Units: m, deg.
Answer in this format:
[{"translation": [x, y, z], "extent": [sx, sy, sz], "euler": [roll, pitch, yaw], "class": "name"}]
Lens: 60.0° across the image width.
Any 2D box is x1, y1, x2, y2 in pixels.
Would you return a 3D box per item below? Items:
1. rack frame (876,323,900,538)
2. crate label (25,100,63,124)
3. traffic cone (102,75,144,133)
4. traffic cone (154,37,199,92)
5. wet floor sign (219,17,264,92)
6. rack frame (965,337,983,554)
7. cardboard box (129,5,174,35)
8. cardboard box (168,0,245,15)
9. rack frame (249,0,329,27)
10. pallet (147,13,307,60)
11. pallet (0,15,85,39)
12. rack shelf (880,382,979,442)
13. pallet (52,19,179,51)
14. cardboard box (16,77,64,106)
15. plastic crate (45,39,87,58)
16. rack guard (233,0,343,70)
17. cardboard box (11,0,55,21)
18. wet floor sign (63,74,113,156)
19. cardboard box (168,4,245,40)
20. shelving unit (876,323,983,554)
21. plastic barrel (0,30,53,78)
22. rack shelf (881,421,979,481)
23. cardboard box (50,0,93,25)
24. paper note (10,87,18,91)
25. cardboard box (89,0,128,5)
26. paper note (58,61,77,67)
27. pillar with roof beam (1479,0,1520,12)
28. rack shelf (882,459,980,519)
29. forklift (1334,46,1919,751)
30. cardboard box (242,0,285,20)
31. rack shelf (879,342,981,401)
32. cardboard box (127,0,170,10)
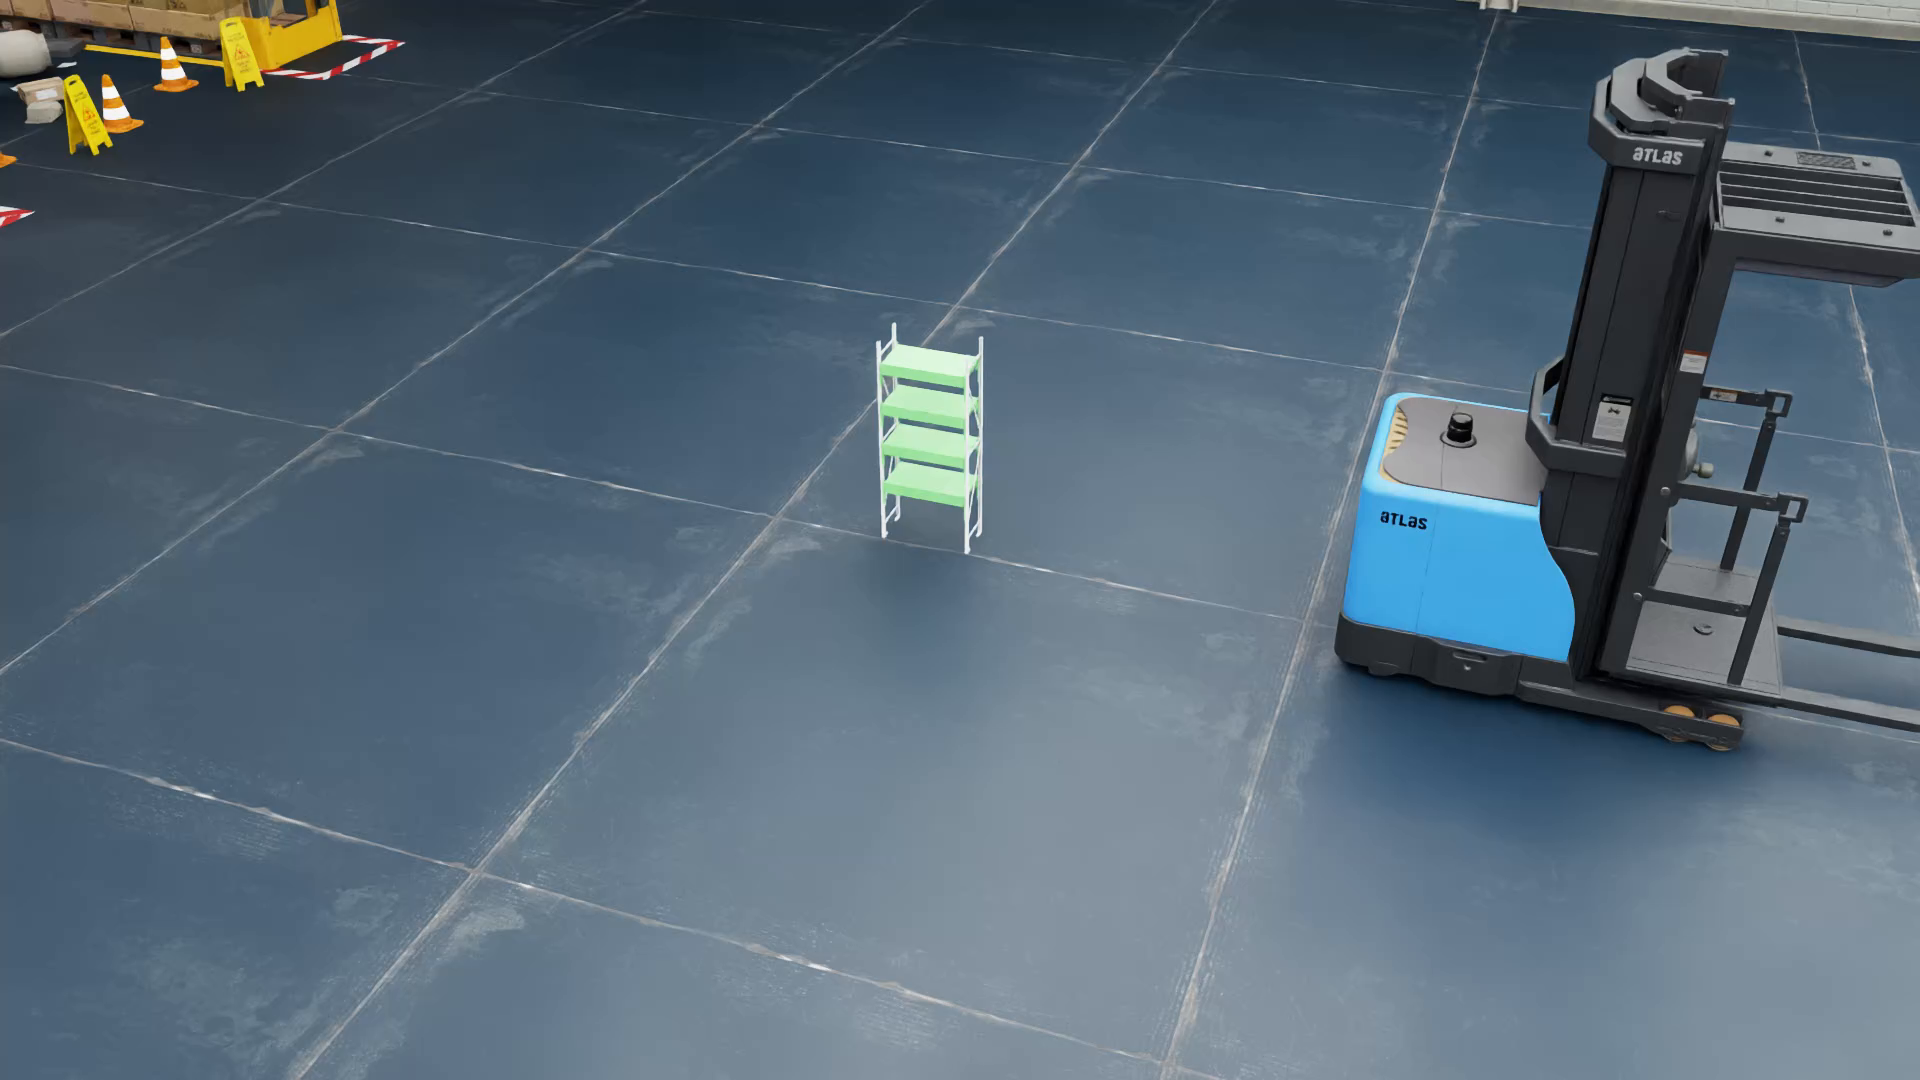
[{"translation": [-0.386, -0.579, 9.009], "extent": [0.015, 1.200, 0.240], "euler": [11, 34, 16], "class": "rack frame"}, {"translation": [-8.337, -3.901, 15.133], "extent": [0.298, 0.136, 0.250], "euler": [-6, 33, -9], "class": "crate label"}, {"translation": [-7.576, -3.925, 14.871], "extent": [0.334, 0.463, 0.336], "euler": [11, 34, 16], "class": "traffic cone"}, {"translation": [-7.522, -4.554, 15.845], "extent": [0.334, 0.463, 0.336], "euler": [11, 34, 16], "class": "traffic cone"}, {"translation": [-6.864, -4.630, 15.794], "extent": [0.232, 0.644, 0.267], "euler": [24, 40, 32], "class": "wet floor sign"}, {"translation": [0.074, -0.490, 8.870], "extent": [0.015, 1.200, 0.240], "euler": [11, 34, 16], "class": "rack frame"}, {"translation": [-8.019, -5.331, 16.857], "extent": [0.500, 0.250, 0.500], "euler": [11, 34, 17], "class": "cardboard box"}, {"translation": [-7.524, -5.550, 16.505], "extent": [0.500, 0.500, 0.500], "euler": [11, 35, 17], "class": "cardboard box"}, {"translation": [-6.682, -6.200, 16.055], "extent": [0.127, 3.000, 1.000], "euler": [11, 34, 16], "class": "rack frame"}, {"translation": [-7.506, -5.209, 17.092], "extent": [1.213, 0.211, 1.003], "euler": [11, 34, 16], "class": "pallet"}, {"translation": [-9.803, -5.656, 17.783], "extent": [1.213, 0.211, 1.003], "euler": [11, 34, 16], "class": "pallet"}, {"translation": [-0.156, -0.682, 8.844], "extent": [0.480, 0.148, 0.258], "euler": [11, 34, 16], "class": "rack shelf"}, {"translation": [-8.651, -5.433, 17.439], "extent": [1.213, 0.211, 1.003], "euler": [11, 34, 16], "class": "pallet"}, {"translation": [-8.597, -4.211, 15.602], "extent": [0.380, 0.149, 0.250], "euler": [-25, 40, -33], "class": "cardboard box"}, {"translation": [-9.246, -4.999, 16.888], "extent": [0.583, 0.080, 0.402], "euler": [0, 33, 0], "class": "plastic crate"}, {"translation": [-6.754, -5.164, 16.755], "extent": [0.348, 0.500, 1.175], "euler": [11, 34, 16], "class": "rack guard"}, {"translation": [-9.477, -5.616, 17.298], "extent": [0.500, 0.250, 0.500], "euler": [13, 35, 19], "class": "cardboard box"}, {"translation": [-7.562, -3.671, 14.308], "extent": [0.232, 0.644, 0.267], "euler": [5, 33, 8], "class": "wet floor sign"}, {"translation": [-7.556, -5.236, 16.710], "extent": [0.500, 0.250, 0.500], "euler": [11, 34, 16], "class": "cardboard box"}, {"translation": [-0.156, -0.534, 8.940], "extent": [0.503, 1.200, 0.258], "euler": [11, 34, 16], "class": "shelving unit"}, {"translation": [-9.137, -4.723, 16.142], "extent": [0.512, 0.421, 0.421], "euler": [-18, 37, -25], "class": "plastic barrel"}, {"translation": [-0.156, -0.481, 8.974], "extent": [0.480, 0.148, 0.258], "euler": [11, 34, 16], "class": "rack shelf"}, {"translation": [-8.976, -5.520, 17.150], "extent": [0.500, 0.250, 0.500], "euler": [11, 34, 16], "class": "cardboard box"}, {"translation": [-8.992, -4.336, 15.917], "extent": [0.142, 0.019, 0.148], "euler": [24, 40, 32], "class": "paper note"}, {"translation": [-8.489, -5.739, 16.799], "extent": [0.500, 0.500, 0.500], "euler": [10, 34, 15], "class": "cardboard box"}, {"translation": [-8.863, -4.723, 16.505], "extent": [0.148, 0.019, 0.142], "euler": [0, 33, 0], "class": "paper note"}, {"translation": [4.482, -7.449, 12.459], "extent": [0.400, 9.000, 9.100], "euler": [11, 34, 16], "class": "pillar with roof beam"}, {"translation": [-0.156, -0.279, 9.104], "extent": [0.480, 0.148, 0.258], "euler": [11, 34, 16], "class": "rack shelf"}, {"translation": [3.427, -0.581, 7.416], "extent": [3.031, 2.935, 1.130], "euler": [11, 34, 16], "class": "forklift"}, {"translation": [-7.348, -5.510, 17.135], "extent": [0.500, 0.250, 0.500], "euler": [11, 34, 16], "class": "cardboard box"}, {"translation": [-0.156, -0.884, 8.714], "extent": [0.480, 0.148, 0.258], "euler": [11, 34, 16], "class": "rack shelf"}, {"translation": [-8.017, -5.644, 16.650], "extent": [0.500, 0.500, 0.500], "euler": [12, 35, 18], "class": "cardboard box"}]
